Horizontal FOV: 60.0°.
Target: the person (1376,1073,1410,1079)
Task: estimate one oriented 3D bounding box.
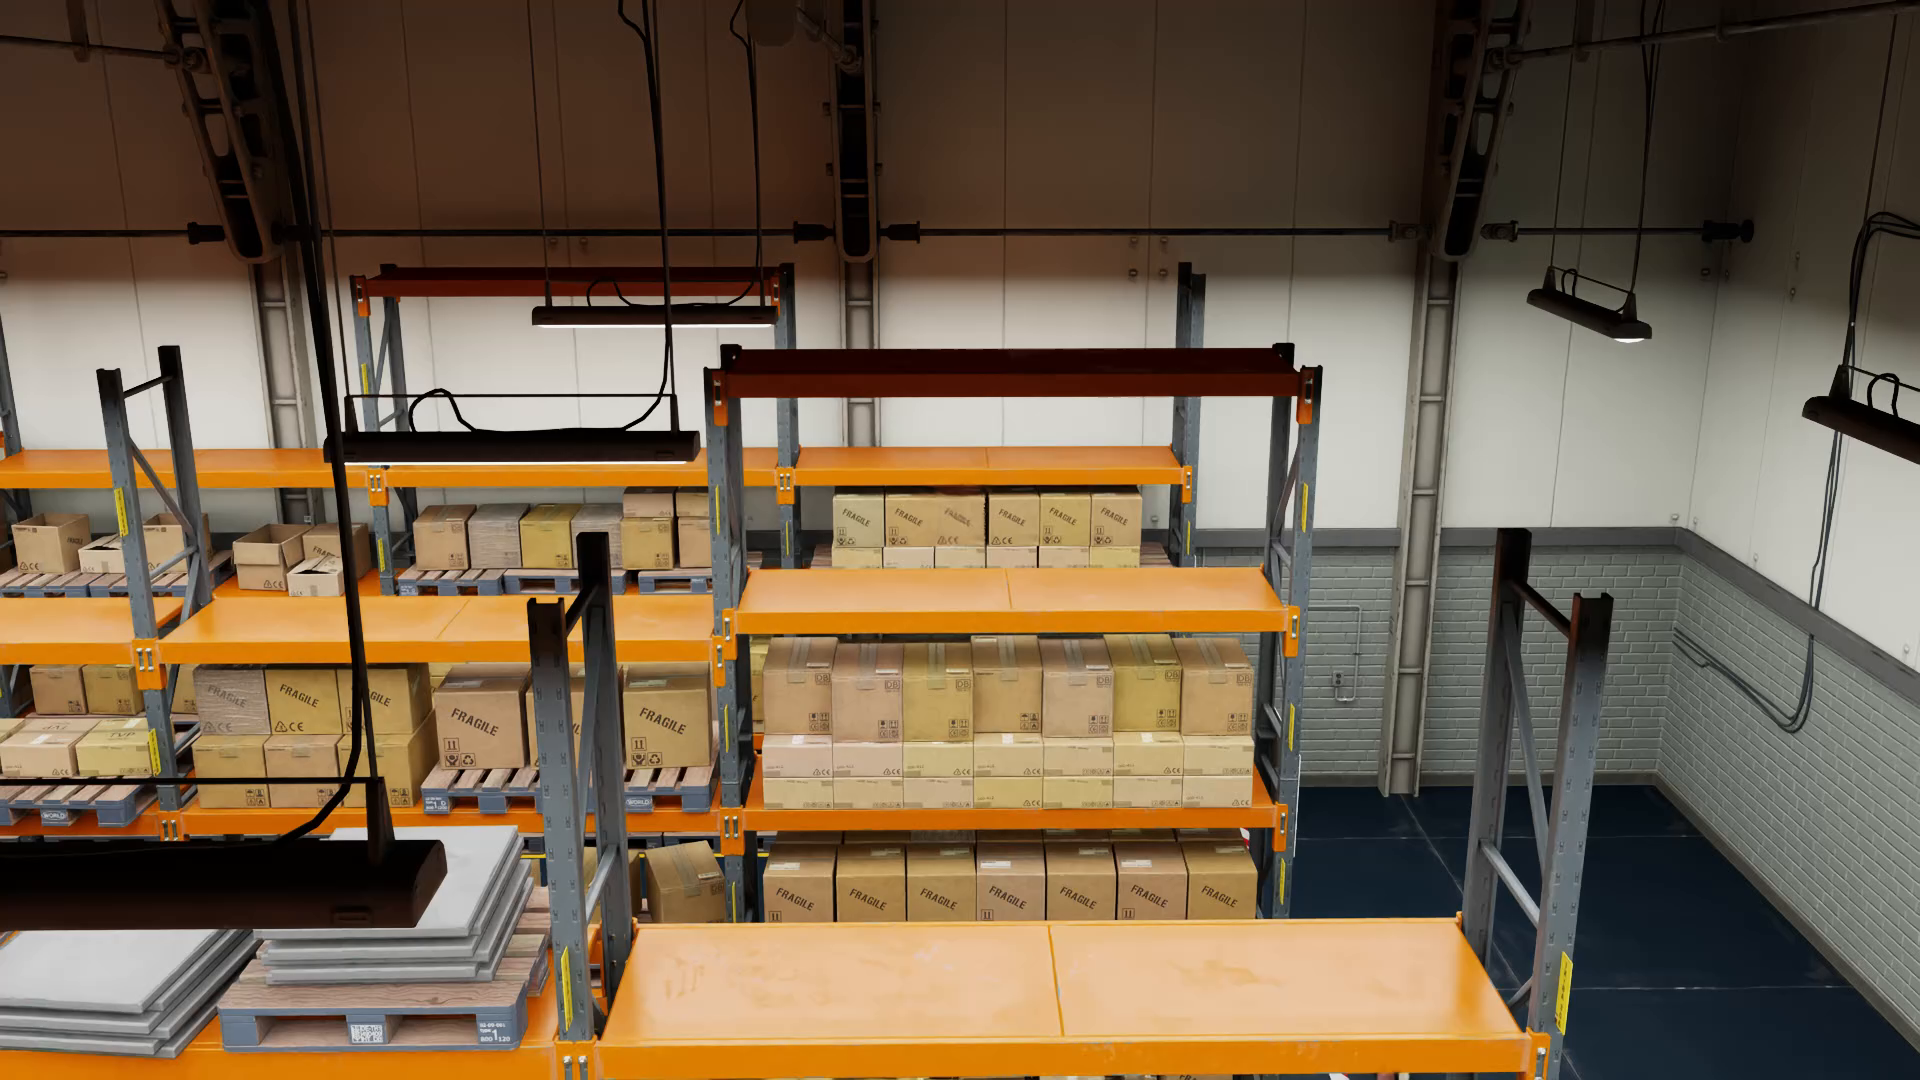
[{"bbox_3d":[3.415,3.719,12.981,0.441,1.558,1.001,4,17,15],"label":"person"}]
